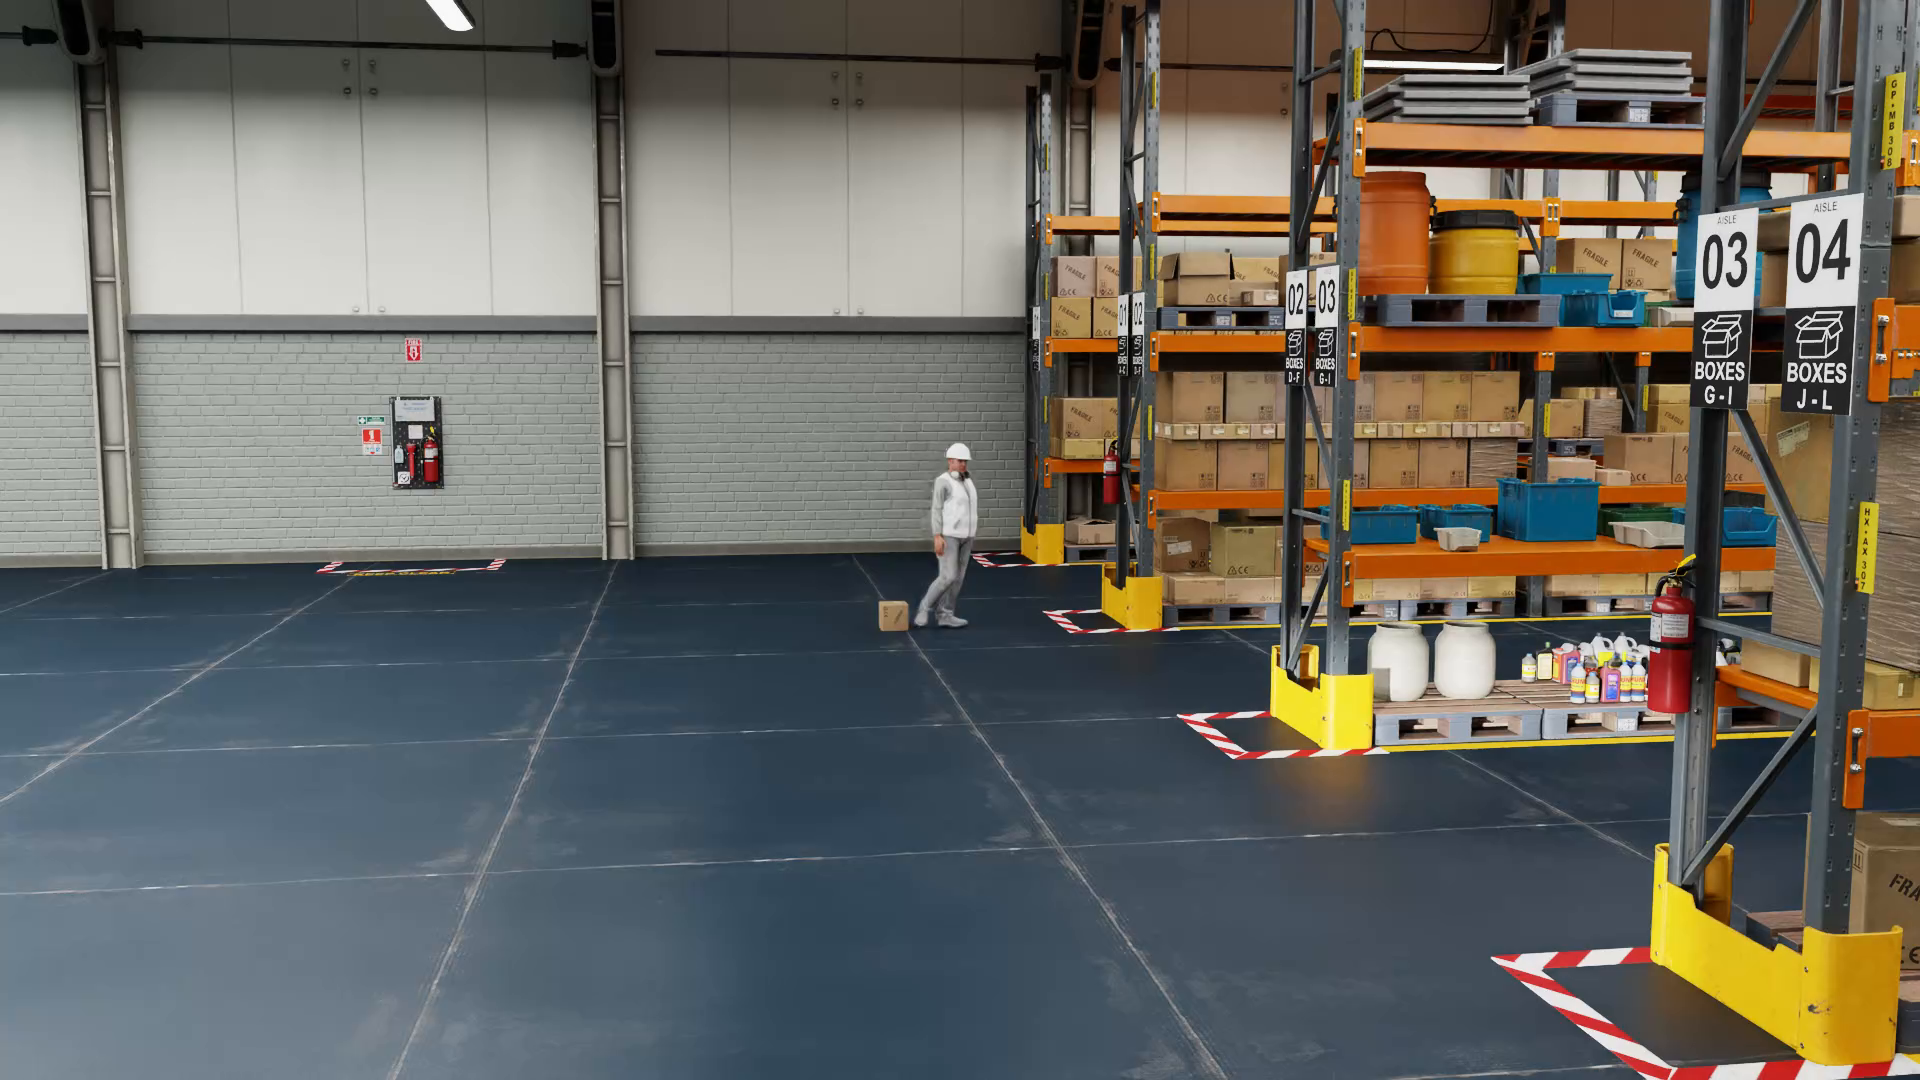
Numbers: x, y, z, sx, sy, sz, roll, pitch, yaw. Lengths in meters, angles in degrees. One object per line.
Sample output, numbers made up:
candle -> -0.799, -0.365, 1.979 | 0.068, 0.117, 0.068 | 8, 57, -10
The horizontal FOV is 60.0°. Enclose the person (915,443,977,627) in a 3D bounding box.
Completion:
person -> -0.120, -0.040, 15.812 | 0.496, 1.760, 0.663 | 5, 8, 37
